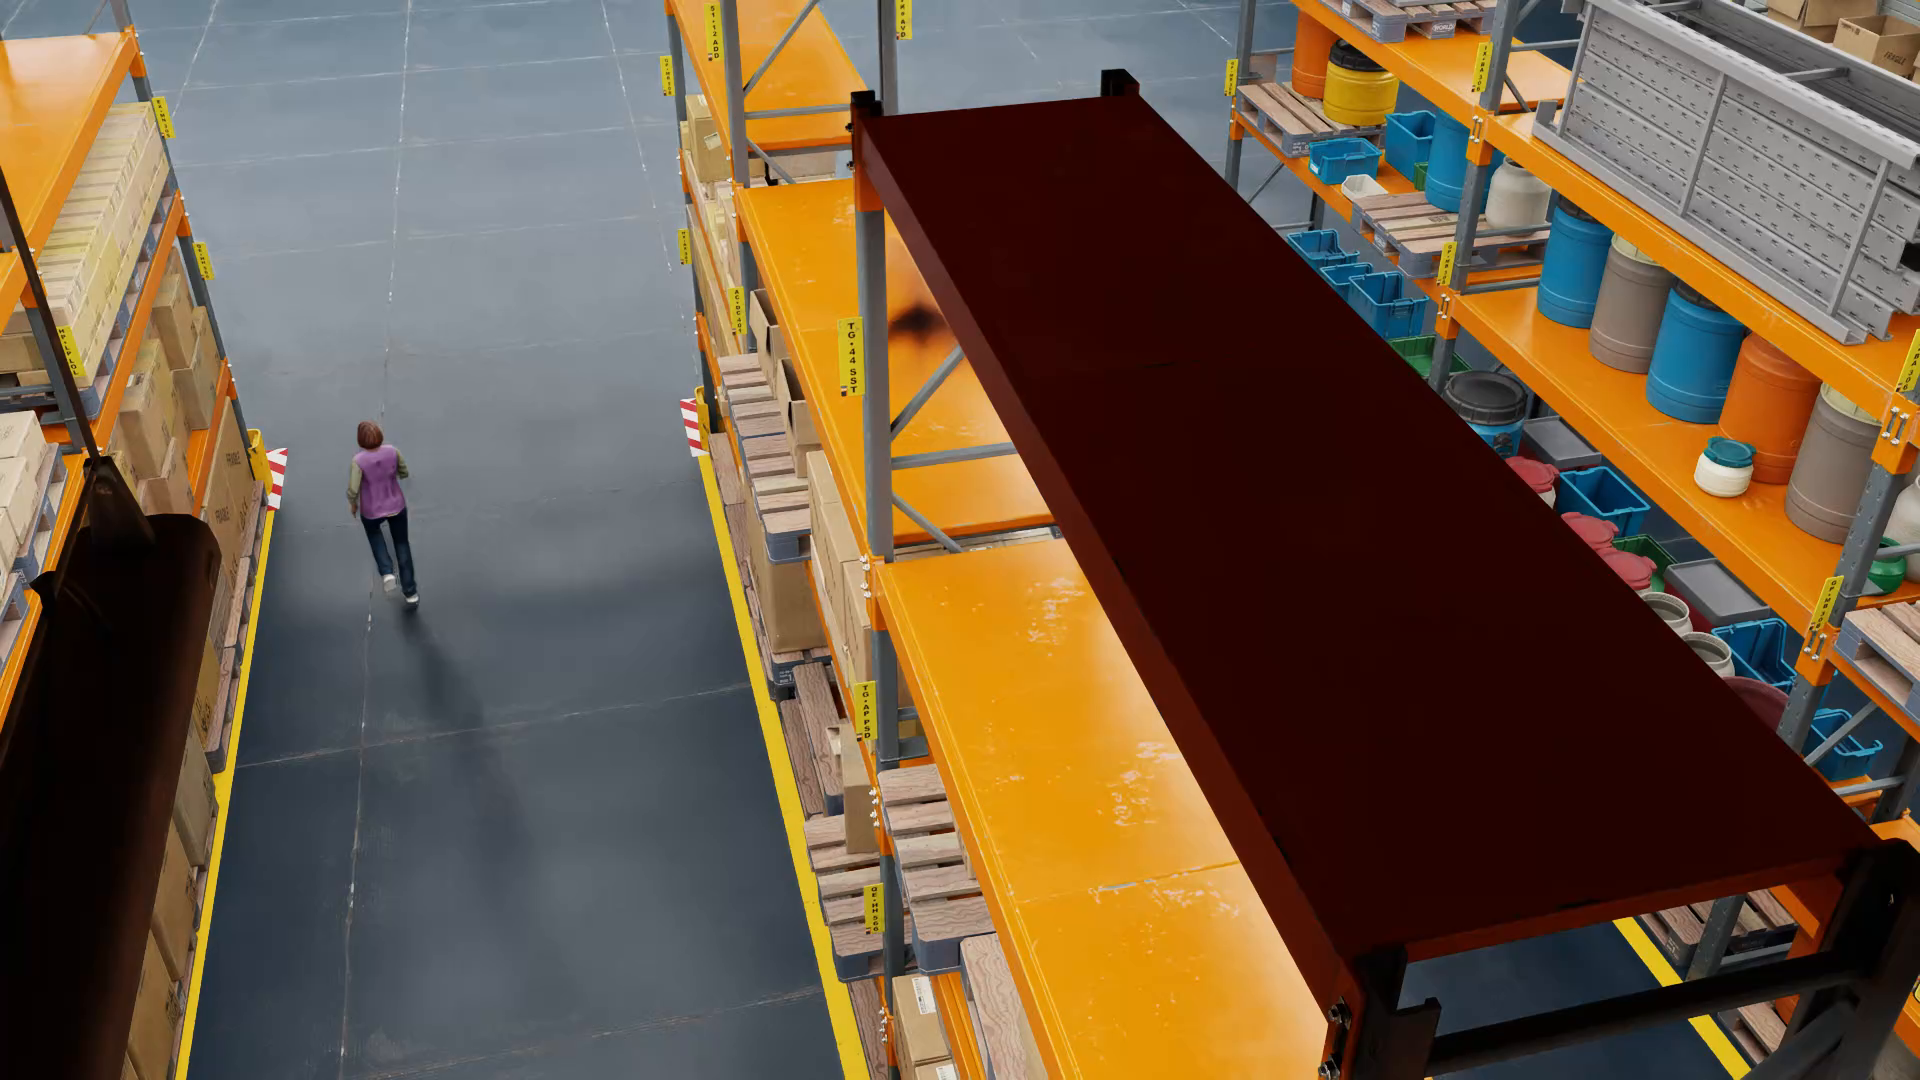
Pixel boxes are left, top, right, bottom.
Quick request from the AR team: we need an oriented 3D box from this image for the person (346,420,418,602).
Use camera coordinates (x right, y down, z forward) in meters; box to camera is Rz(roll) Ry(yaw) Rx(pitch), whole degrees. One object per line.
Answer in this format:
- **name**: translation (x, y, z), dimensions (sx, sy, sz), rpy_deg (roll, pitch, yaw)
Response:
- **person**: translation (-4.534, -0.245, 13.044), dimensions (0.510, 1.564, 0.644), rpy_deg (-17, 38, -24)
